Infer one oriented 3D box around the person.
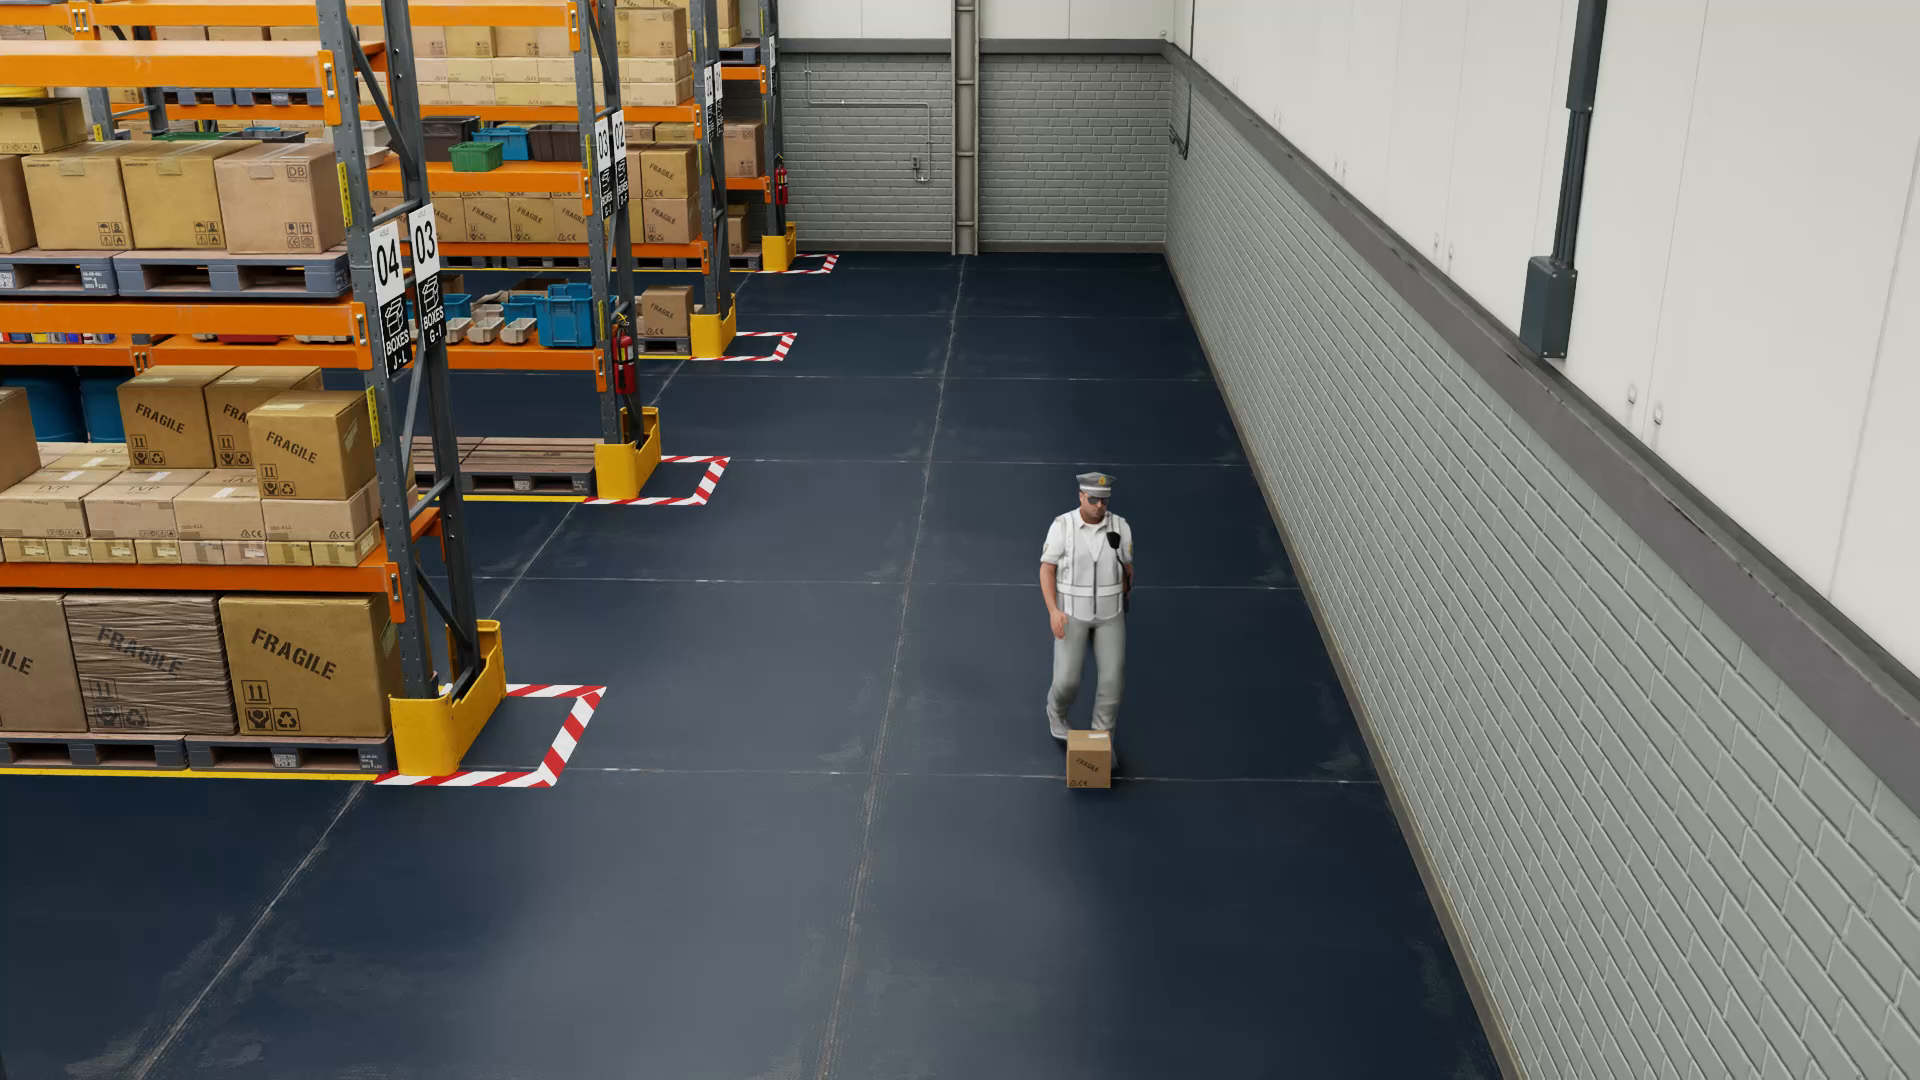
[{"bbox_3d":[0.779,0.474,9.908,0.582,1.742,0.639,-2,21,-6],"label":"person"}]
